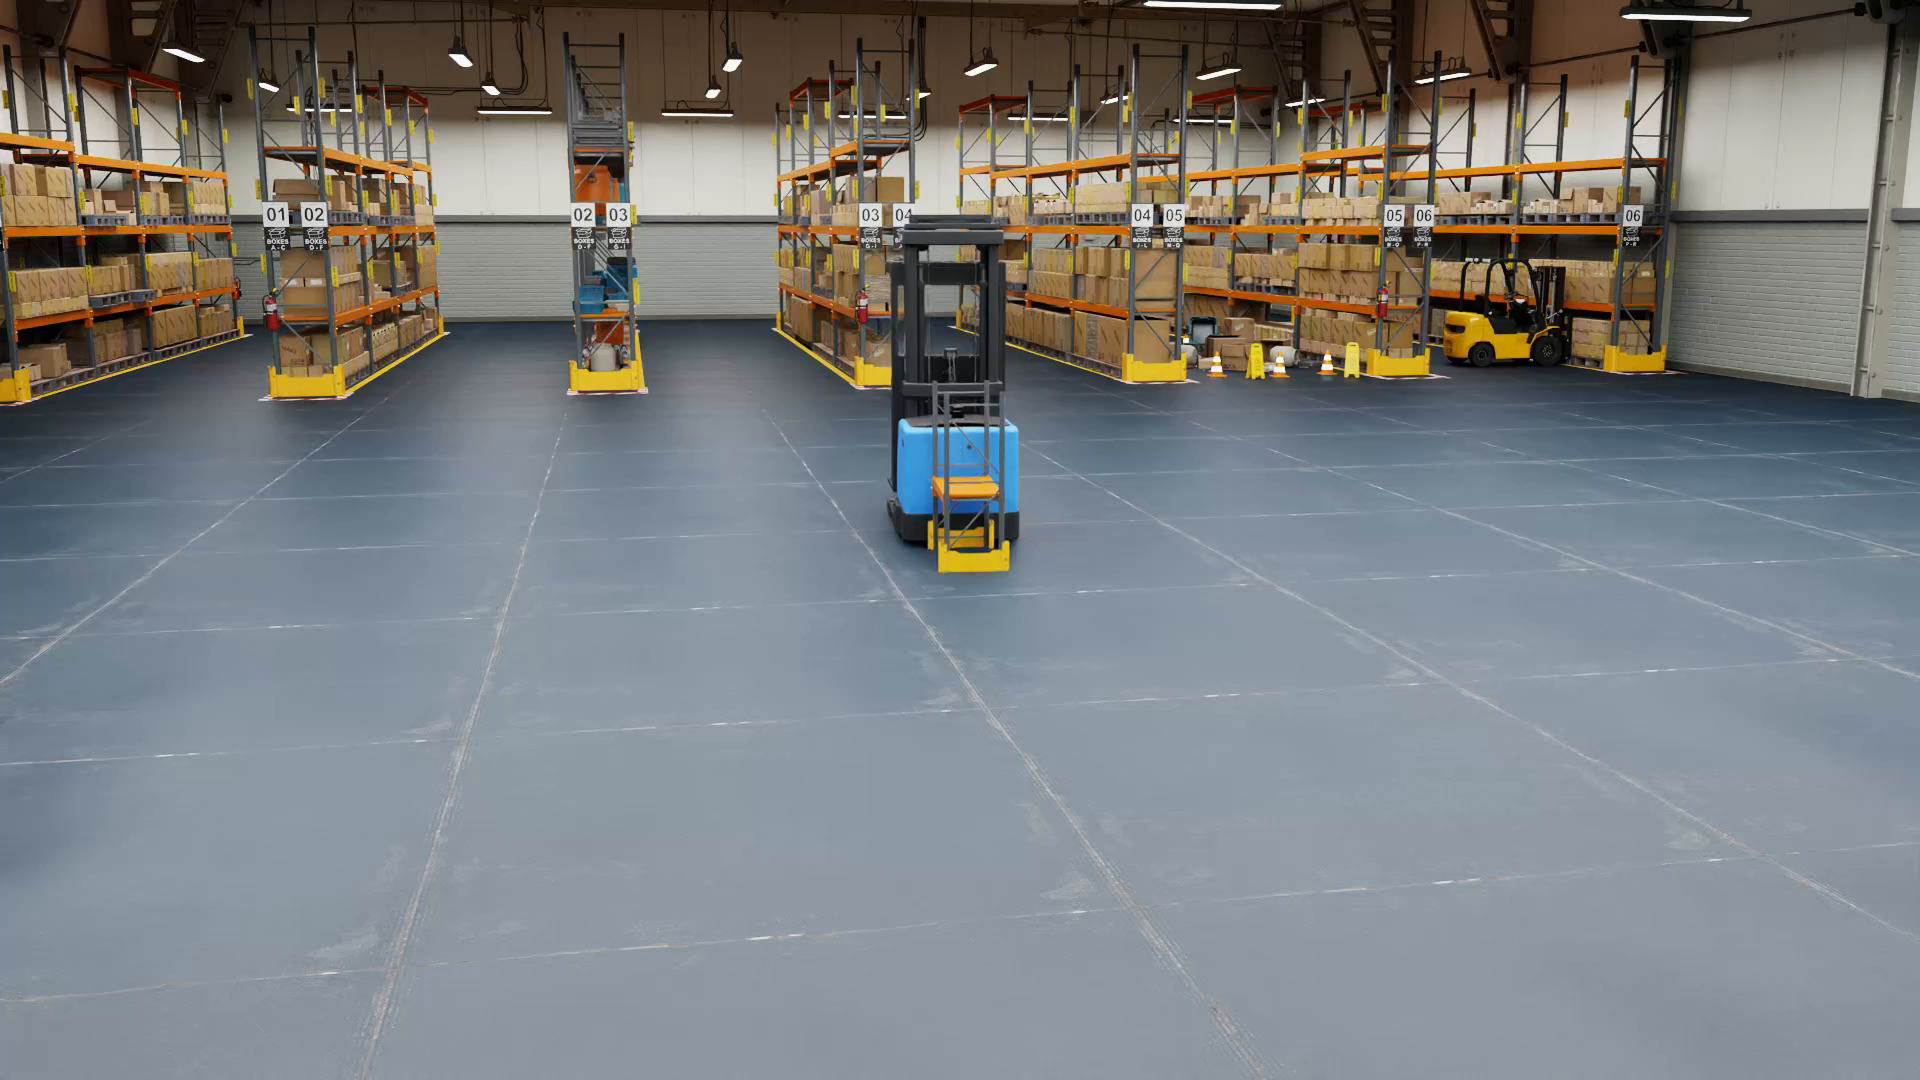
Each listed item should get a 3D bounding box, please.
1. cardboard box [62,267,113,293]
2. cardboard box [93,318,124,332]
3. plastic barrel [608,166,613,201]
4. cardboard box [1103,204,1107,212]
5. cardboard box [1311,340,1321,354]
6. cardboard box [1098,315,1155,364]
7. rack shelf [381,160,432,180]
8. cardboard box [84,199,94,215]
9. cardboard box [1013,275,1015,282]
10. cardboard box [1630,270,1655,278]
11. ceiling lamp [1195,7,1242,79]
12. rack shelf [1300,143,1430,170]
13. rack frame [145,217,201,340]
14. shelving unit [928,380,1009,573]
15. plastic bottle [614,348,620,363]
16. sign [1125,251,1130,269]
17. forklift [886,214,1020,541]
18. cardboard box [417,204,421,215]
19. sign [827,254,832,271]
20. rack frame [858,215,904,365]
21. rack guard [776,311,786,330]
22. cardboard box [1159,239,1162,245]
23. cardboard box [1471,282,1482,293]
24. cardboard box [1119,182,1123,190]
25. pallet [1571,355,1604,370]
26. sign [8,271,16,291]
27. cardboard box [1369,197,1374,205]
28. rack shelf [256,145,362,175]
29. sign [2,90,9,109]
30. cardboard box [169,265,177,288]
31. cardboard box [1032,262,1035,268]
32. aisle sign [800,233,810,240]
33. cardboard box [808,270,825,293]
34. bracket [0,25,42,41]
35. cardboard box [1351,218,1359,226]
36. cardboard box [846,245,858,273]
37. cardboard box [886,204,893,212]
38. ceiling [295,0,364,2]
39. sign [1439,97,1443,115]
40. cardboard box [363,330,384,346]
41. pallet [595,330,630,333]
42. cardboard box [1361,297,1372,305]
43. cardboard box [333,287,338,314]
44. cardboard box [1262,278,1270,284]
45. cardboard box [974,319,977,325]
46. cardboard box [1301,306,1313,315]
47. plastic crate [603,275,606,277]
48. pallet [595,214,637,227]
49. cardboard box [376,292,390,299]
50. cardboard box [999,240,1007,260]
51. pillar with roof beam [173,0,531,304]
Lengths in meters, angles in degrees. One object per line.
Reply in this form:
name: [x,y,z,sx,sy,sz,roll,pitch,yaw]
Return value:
cardboard box: [-16.974,-5.056,32.346,0.700,0.500,0.500,-1,11,-3]
cardboard box: [-17.185,-4.327,33.463,0.500,0.250,0.500,-2,11,-10]
plastic barrel: [-6.841,-6.573,31.278,0.600,0.901,0.708,-2,11,-11]
cardboard box: [2.947,-6.329,31.741,0.380,0.149,0.250,-2,11,-11]
cardboard box: [7.614,-4.014,34.549,0.500,0.250,0.500,-1,11,-8]
cardboard box: [3.221,-3.888,32.214,0.875,0.875,0.875,-2,11,-12]
rack shelf: [-13.734,-9.081,40.824,1.077,0.370,4.000,-2,11,-11]
cardboard box: [-16.796,-6.326,31.555,0.500,0.311,0.500,-2,11,-9]
cardboard box: [1.442,-6.112,38.887,0.380,0.149,0.250,-2,11,-11]
cardboard box: [13.484,-5.261,32.868,0.380,0.149,0.250,-2,11,-12]
ceiling lamp: [5.533,-11.085,33.810,0.800,3.185,2.000,-2,11,-11]
rack shelf: [8.038,-7.600,33.043,1.077,0.370,4.000,-2,11,-11]
rack frame: [-18.204,-5.941,38.440,1.000,3.000,0.127,-2,11,-11]
shelving unit: [0.063,-0.567,14.217,0.587,1.500,1.083,-1,11,-6]
plastic bottle: [-6.625,-3.559,32.035,0.152,0.276,0.135,-2,11,-11]
sign: [3.056,-5.110,30.346,0.100,0.325,0.005,-2,11,-11]
forklift: [-0.138,-1.653,16.095,1.130,2.935,3.031,-1,11,-6]
cardboard box: [-13.295,-7.957,40.074,0.500,0.250,0.500,-2,11,-11]
sign: [-2.615,-5.562,33.353,0.100,0.325,0.005,-2,11,-11]
rack frame: [-1.294,-4.280,29.716,1.000,3.000,0.127,-2,11,-11]
rack guard: [-4.410,-5.991,45.391,1.175,0.500,0.348,-2,11,-11]
cardboard box: [5.534,-7.982,44.489,0.380,0.149,0.250,-2,11,-12]
cardboard box: [11.993,-5.749,37.833,0.500,0.250,0.500,-2,11,-11]
cardboard box: [3.146,-6.535,30.687,0.380,0.149,0.250,-2,11,-11]
pallet: [13.105,-3.591,33.551,1.003,0.211,1.213,-2,11,-11]
sign: [-15.338,-4.185,26.900,0.100,0.325,0.005,-2,11,-11]
cardboard box: [8.059,-6.483,31.803,0.380,0.149,0.250,-2,11,-10]
rack shelf: [-11.401,-6.685,29.298,1.077,0.370,4.000,-2,11,-11]
sign: [-17.191,-7.936,29.957,0.100,0.325,0.005,-2,11,-11]
cardboard box: [-17.566,-5.793,36.549,0.500,0.500,0.500,-2,11,-9]
cardboard box: [1.932,-6.569,39.697,0.380,0.149,0.250,-2,11,-8]
aisle sign: [-4.125,-8.516,45.017,0.394,0.787,0.004,-2,11,-11]
cardboard box: [-3.189,-5.878,37.844,0.500,0.500,0.500,-2,11,-9]
bracket: [-17.088,-9.114,29.439,0.076,0.066,4.783,-2,11,-11]
cardboard box: [7.906,-6.233,32.627,0.380,0.149,0.250,-2,11,-11]
cardboard box: [-1.841,-5.242,31.031,0.500,0.500,0.500,-2,11,-11]
cardboard box: [-1.120,-5.935,29.722,0.380,0.149,0.250,-2,11,-11]
ceiling: [-19.193,-14.549,43.555,6.000,0.001,6.000,-2,11,-11]
sign: [8.959,-8.105,31.057,0.100,0.325,0.005,-2,11,-11]
cardboard box: [-11.820,-4.057,33.274,0.500,0.311,0.500,-2,11,-13]
pallet: [-8.667,-5.065,41.295,1.003,0.211,1.213,-2,11,-11]
cardboard box: [7.986,-4.621,32.175,0.380,0.149,0.250,-2,11,-12]
cardboard box: [-11.197,-4.152,28.775,0.700,0.500,0.500,-2,11,-10]
cardboard box: [7.019,-5.826,37.387,0.380,0.149,0.250,-2,11,-9]
cardboard box: [0.581,-5.791,44.157,0.380,0.149,0.250,-2,11,-11]
cardboard box: [10.209,-6.621,47.566,0.797,0.503,0.637,-3,11,-13]
plastic crate: [-9.224,-6.628,42.339,0.416,0.233,0.300,-2,11,-11]
pallet: [-6.217,-5.636,29.323,1.003,0.211,1.213,-2,11,-11]
cardboard box: [-12.122,-5.110,34.745,0.380,0.149,0.250,-2,11,-11]
cardboard box: [0.901,-7.406,42.400,0.500,0.500,0.500,-3,11,-13]
pillar with roof beam: [-16.133,-10.242,44.993,9.100,9.000,0.548,-2,11,-11]
